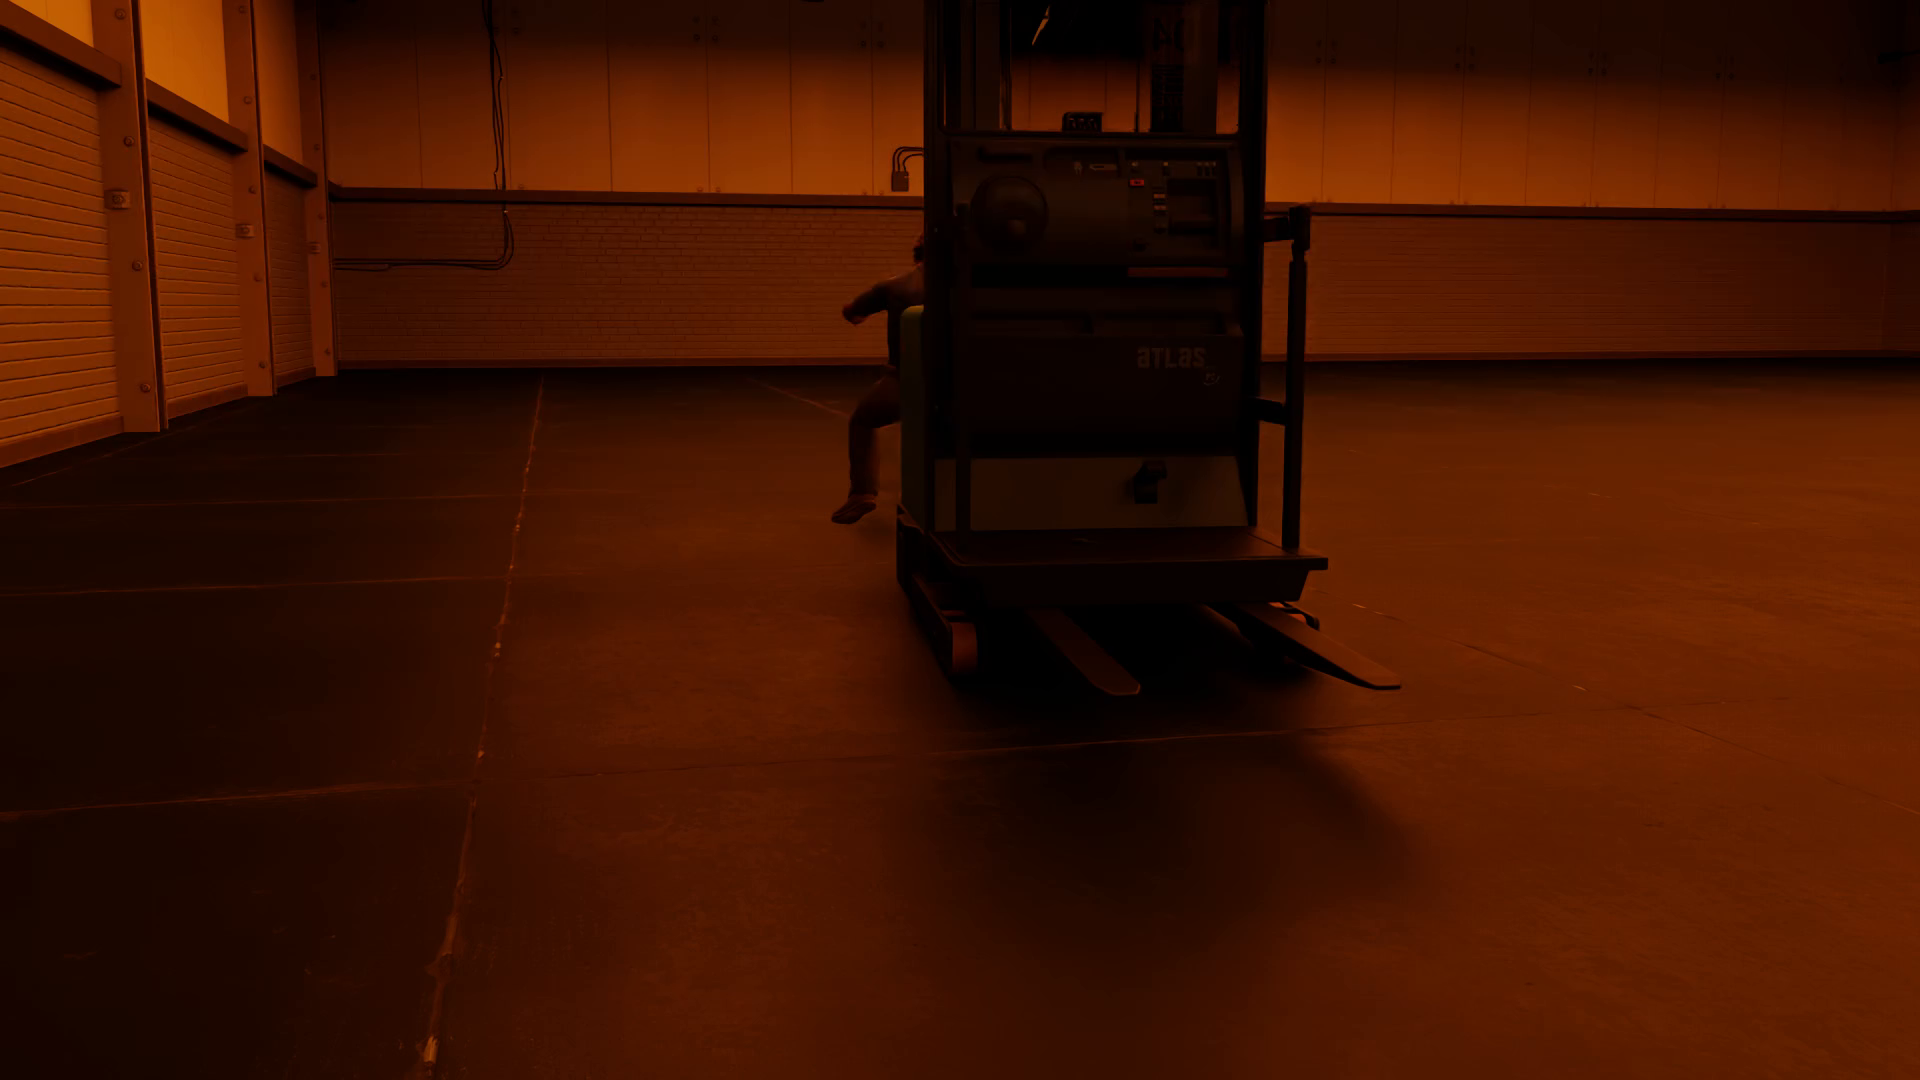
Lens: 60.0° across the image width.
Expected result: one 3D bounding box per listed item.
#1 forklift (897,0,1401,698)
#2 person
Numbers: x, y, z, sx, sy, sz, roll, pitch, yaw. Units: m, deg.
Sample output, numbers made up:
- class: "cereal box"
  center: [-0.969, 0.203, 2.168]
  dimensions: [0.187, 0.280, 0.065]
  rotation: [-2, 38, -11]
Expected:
- class: "forklift"
  center: [0.462, -1.103, 5.015]
  dimensions: [1.130, 2.935, 3.031]
  rotation: [-1, 8, -8]
- class: "person"
  center: [-0.138, -0.761, 7.994]
  dimensions: [0.994, 1.428, 0.682]
  rotation: [3, 8, 18]
